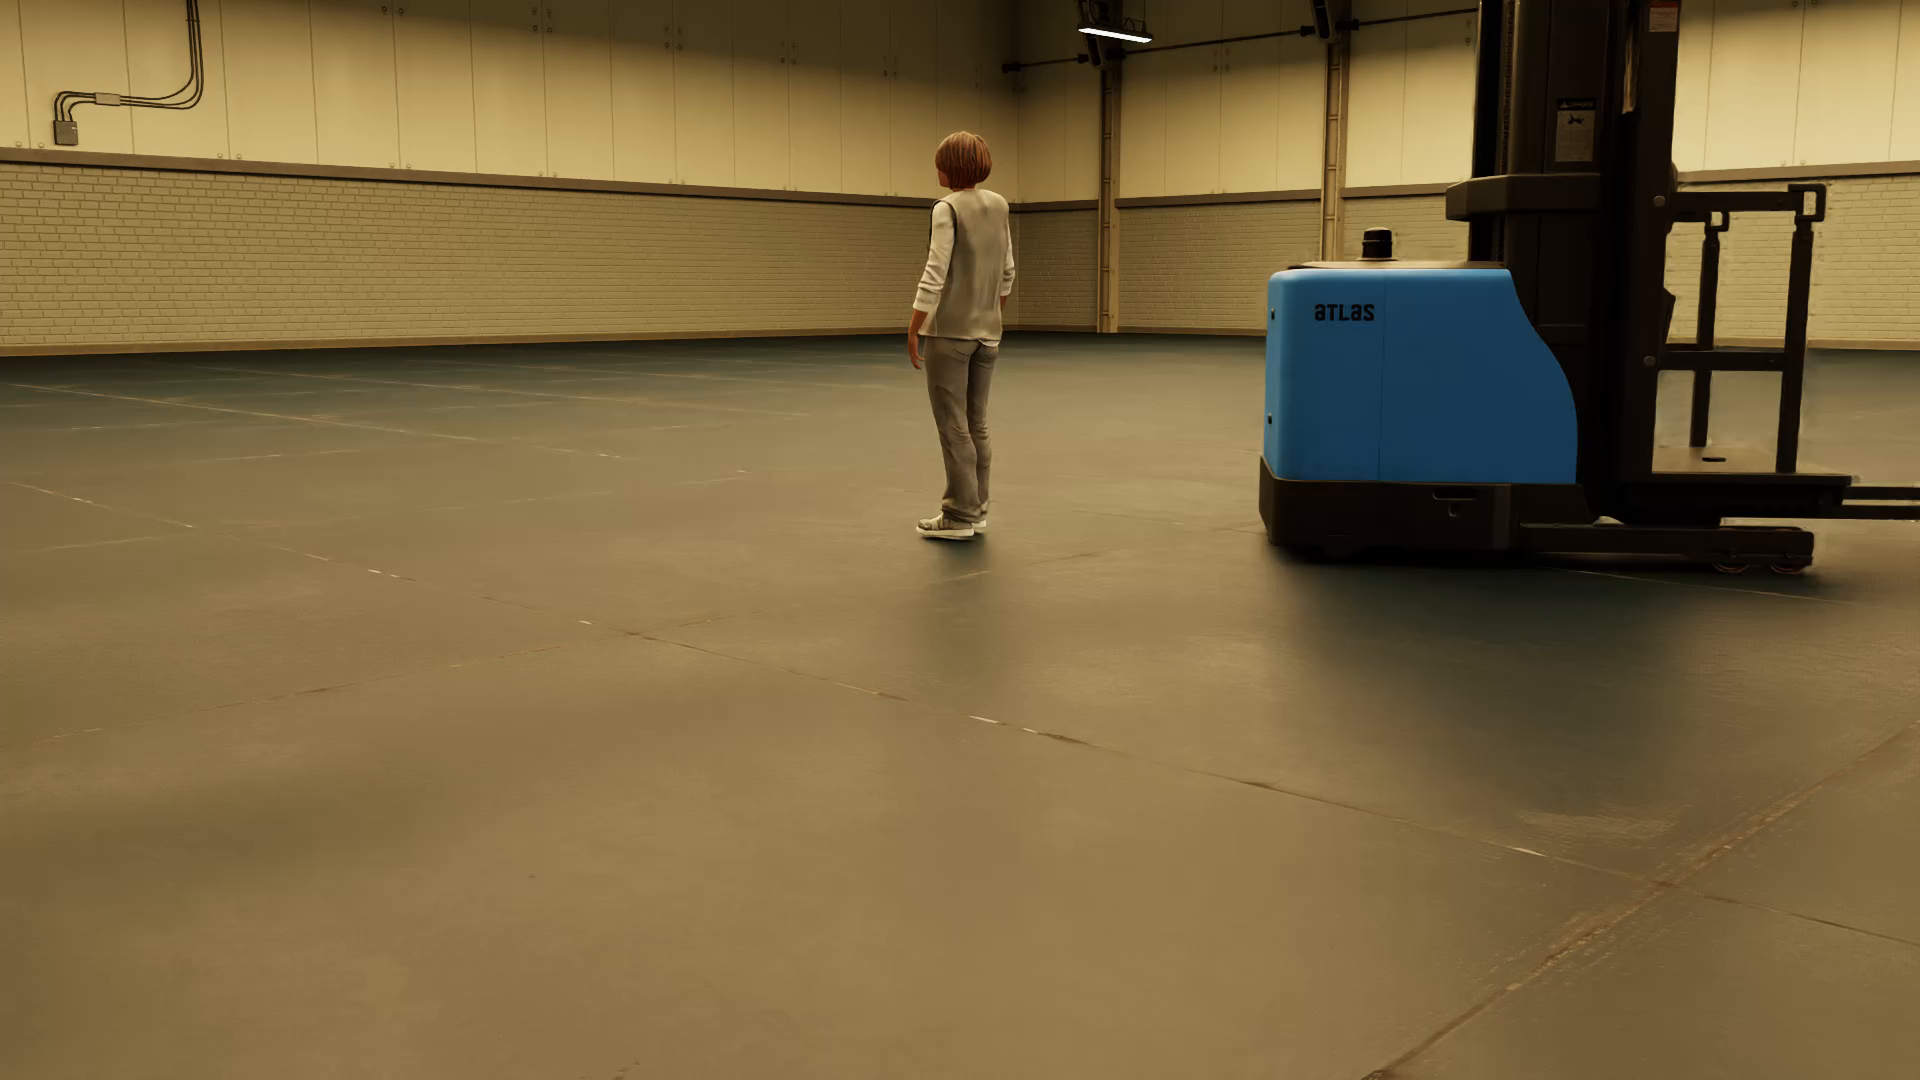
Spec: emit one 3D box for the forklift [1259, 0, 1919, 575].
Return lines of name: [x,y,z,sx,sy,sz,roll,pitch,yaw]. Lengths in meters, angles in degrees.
forklift: [2.718,-1.410,6.235,3.031,2.935,1.130,1,9,7]

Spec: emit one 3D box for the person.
person: [-0.044,-0.806,6.658,0.473,1.599,0.521,8,12,43]
